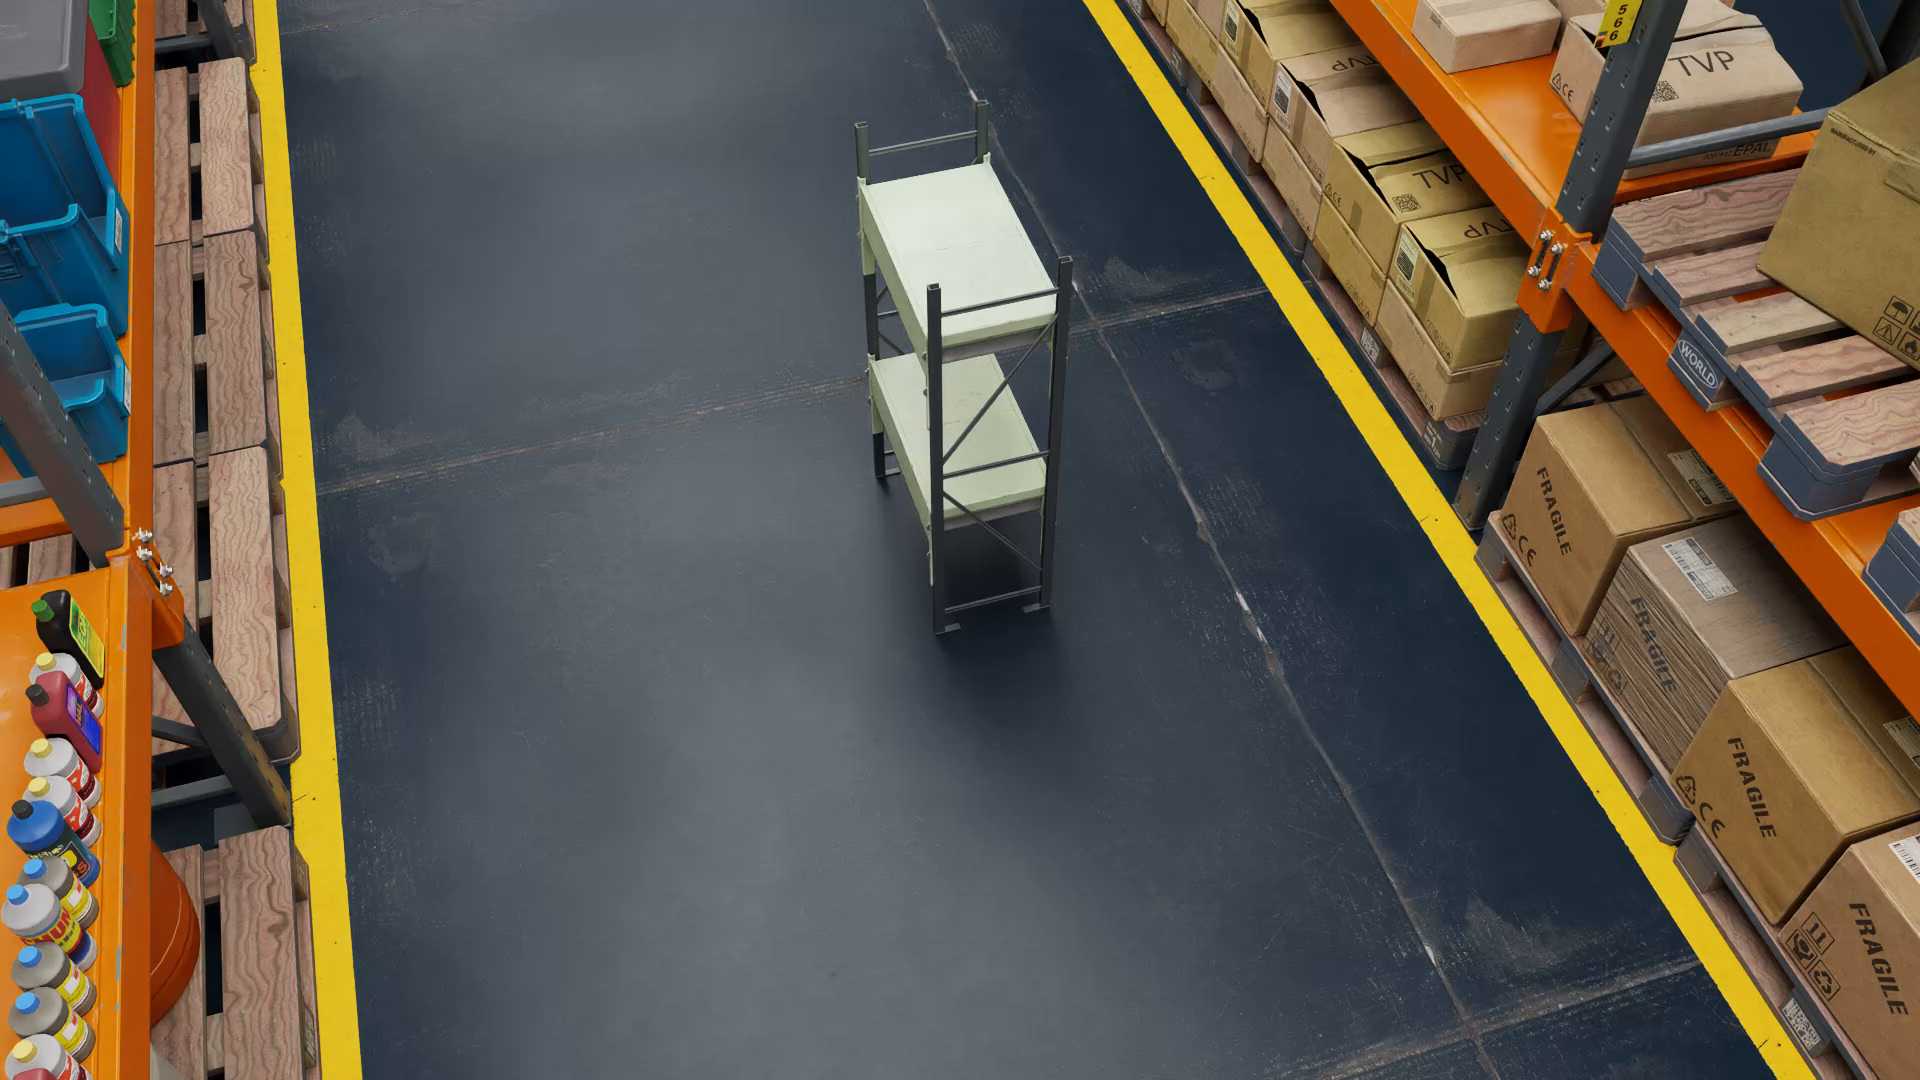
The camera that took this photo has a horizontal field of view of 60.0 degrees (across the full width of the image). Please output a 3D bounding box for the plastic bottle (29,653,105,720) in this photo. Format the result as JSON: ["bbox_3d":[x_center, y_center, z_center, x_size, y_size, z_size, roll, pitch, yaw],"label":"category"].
[{"bbox_3d":[-1.967,0.320,3.648,0.097,0.201,0.097,0,50,0],"label":"plastic bottle"}]

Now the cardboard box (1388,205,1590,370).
[{"bbox_3d":[1.832,-0.905,5.708,0.500,0.311,0.500,-12,51,-10],"label":"cardboard box"}]

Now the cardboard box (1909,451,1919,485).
[{"bbox_3d":[2.604,-0.170,3.592,0.700,0.500,0.500,-5,50,-4],"label":"cardboard box"}]

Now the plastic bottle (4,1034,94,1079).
[{"bbox_3d":[-1.697,0.986,3.086,0.097,0.201,0.097,0,50,0],"label":"plastic bottle"}]

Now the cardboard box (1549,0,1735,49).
[{"bbox_3d":[2.143,-1.817,5.378,0.500,0.311,0.500,-14,51,-11],"label":"cardboard box"}]

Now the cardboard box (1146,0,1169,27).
[{"bbox_3d":[1.072,-2.595,7.499,0.500,0.250,0.500,-12,51,-10],"label":"cardboard box"}]

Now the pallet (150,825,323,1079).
[{"bbox_3d":[-2.238,1.434,4.403,1.003,0.211,1.213,-13,51,-11],"label":"pallet"}]

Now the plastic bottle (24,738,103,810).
[{"bbox_3d":[-1.898,0.489,3.506,0.097,0.201,0.097,0,50,0],"label":"plastic bottle"}]

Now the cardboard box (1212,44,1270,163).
[{"bbox_3d":[1.377,-1.845,6.867,0.500,0.250,0.500,-12,51,-10],"label":"cardboard box"}]

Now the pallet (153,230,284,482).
[{"bbox_3d":[-3.060,-0.596,6.115,1.003,0.211,1.213,-13,51,-11],"label":"pallet"}]

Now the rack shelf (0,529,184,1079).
[{"bbox_3d":[-1.919,1.661,2.858,1.077,0.370,4.000,-13,51,-11],"label":"rack shelf"}]

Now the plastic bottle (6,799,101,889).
[{"bbox_3d":[-1.841,0.608,3.359,0.097,0.271,0.097,0,50,0],"label":"plastic bottle"}]

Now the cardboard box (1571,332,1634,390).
[{"bbox_3d":[2.348,-0.846,6.025,0.500,0.250,0.500,-13,51,-11],"label":"cardboard box"}]

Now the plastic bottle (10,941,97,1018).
[{"bbox_3d":[-1.754,0.844,3.206,0.097,0.201,0.097,0,50,0],"label":"plastic bottle"}]

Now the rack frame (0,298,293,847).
[{"bbox_3d":[-2.510,-0.031,3.814,1.000,3.000,0.127,-13,51,-11],"label":"rack frame"}]

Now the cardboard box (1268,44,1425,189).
[{"bbox_3d":[1.526,-1.653,6.338,0.500,0.311,0.500,-14,51,-11],"label":"cardboard box"}]

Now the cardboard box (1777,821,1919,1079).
[{"bbox_3d":[2.547,1.041,4.258,0.500,0.500,0.500,-15,51,-12],"label":"cardboard box"}]

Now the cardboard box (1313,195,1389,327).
[{"bbox_3d":[1.678,-1.102,6.241,0.500,0.250,0.500,-14,51,-11],"label":"cardboard box"}]

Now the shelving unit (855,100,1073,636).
[{"bbox_3d":[-0.002,-0.488,5.181,0.431,1.500,0.755,-13,51,-11],"label":"shelving unit"}]

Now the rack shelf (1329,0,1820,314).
[{"bbox_3d":[1.631,-2.377,6.263,1.077,0.370,4.000,-13,51,-11],"label":"rack shelf"}]

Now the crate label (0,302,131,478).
[{"bbox_3d":[-2.277,-0.370,4.209,0.303,0.233,0.416,-13,51,-11],"label":"crate label"}]

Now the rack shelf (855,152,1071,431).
[{"bbox_3d":[-0.002,-0.740,4.882,0.431,0.370,0.720,-13,51,-11],"label":"rack shelf"}]

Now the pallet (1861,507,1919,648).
[{"bbox_3d":[2.802,0.333,3.633,1.003,0.211,1.213,-13,51,-11],"label":"pallet"}]

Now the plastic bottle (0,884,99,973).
[{"bbox_3d":[-1.783,0.751,3.239,0.097,0.271,0.097,0,50,0],"label":"plastic bottle"}]

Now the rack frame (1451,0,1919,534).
[{"bbox_3d":[2.222,-1.148,4.756,1.000,3.000,0.127,-13,51,-11],"label":"rack frame"}]

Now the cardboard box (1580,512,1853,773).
[{"bbox_3d":[2.244,0.294,4.888,0.500,0.500,0.500,-15,51,-12],"label":"cardboard box"}]

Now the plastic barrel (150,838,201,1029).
[{"bbox_3d":[-2.350,0.886,4.186,0.600,0.830,0.708,-13,51,-11],"label":"plastic barrel"}]

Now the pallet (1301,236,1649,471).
[{"bbox_3d":[2.016,-0.860,6.337,1.003,0.211,1.213,-13,51,-11],"label":"pallet"}]

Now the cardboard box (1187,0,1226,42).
[{"bbox_3d":[1.221,-2.397,6.966,0.500,0.311,0.500,-15,51,-12],"label":"cardboard box"}]

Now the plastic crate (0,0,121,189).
[{"bbox_3d":[-2.696,-1.301,4.843,0.402,0.464,0.583,-13,51,-11],"label":"plastic crate"}]

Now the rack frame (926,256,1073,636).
[{"bbox_3d":[0.106,-0.221,4.955,0.400,1.500,0.023,-13,51,-11],"label":"rack frame"}]

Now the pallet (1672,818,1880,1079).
[{"bbox_3d":[2.764,1.194,4.606,1.003,0.211,1.213,-13,51,-11],"label":"pallet"}]

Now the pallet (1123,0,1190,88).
[{"bbox_3d":[1.295,-2.642,7.839,1.003,0.211,1.213,-13,51,-11],"label":"pallet"}]
